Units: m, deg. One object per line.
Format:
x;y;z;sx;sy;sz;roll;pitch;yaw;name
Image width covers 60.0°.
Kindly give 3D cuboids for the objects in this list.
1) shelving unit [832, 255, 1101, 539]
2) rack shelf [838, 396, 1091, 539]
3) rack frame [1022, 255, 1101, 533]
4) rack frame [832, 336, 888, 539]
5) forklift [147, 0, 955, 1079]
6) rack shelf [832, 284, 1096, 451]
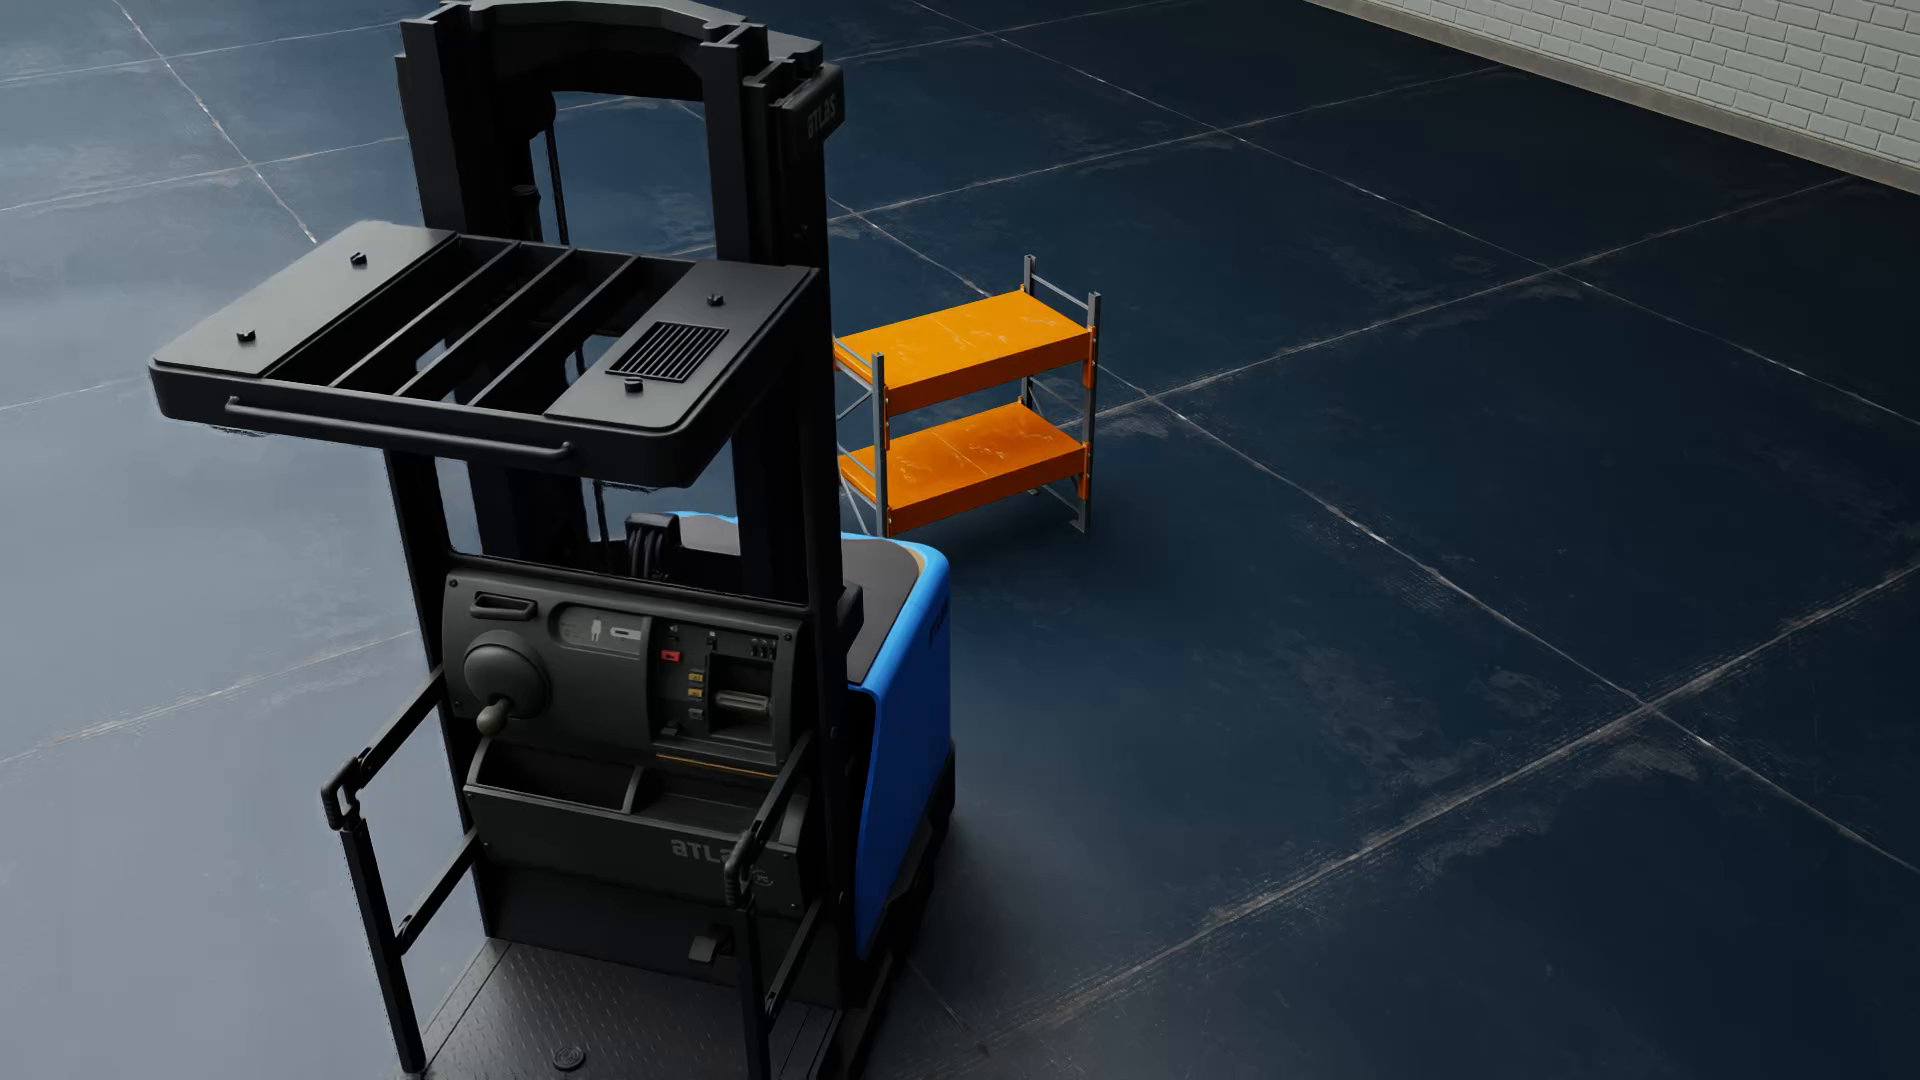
-0.006;-0.474;6.947;1.048;1.125;0.538;-19;37;-27;shelving unit
-0.006;-0.267;7.077;1.000;0.278;0.538;-19;37;-27;rack shelf
0.422;-0.621;7.180;0.032;1.125;0.500;-19;37;-27;rack frame
-0.433;-0.327;6.714;0.032;1.125;0.500;-19;37;-27;rack frame
-0.893;0.380;3.901;1.130;2.935;3.031;8;33;13;forklift
-0.006;-0.721;6.791;1.000;0.278;0.538;-19;37;-27;rack shelf
